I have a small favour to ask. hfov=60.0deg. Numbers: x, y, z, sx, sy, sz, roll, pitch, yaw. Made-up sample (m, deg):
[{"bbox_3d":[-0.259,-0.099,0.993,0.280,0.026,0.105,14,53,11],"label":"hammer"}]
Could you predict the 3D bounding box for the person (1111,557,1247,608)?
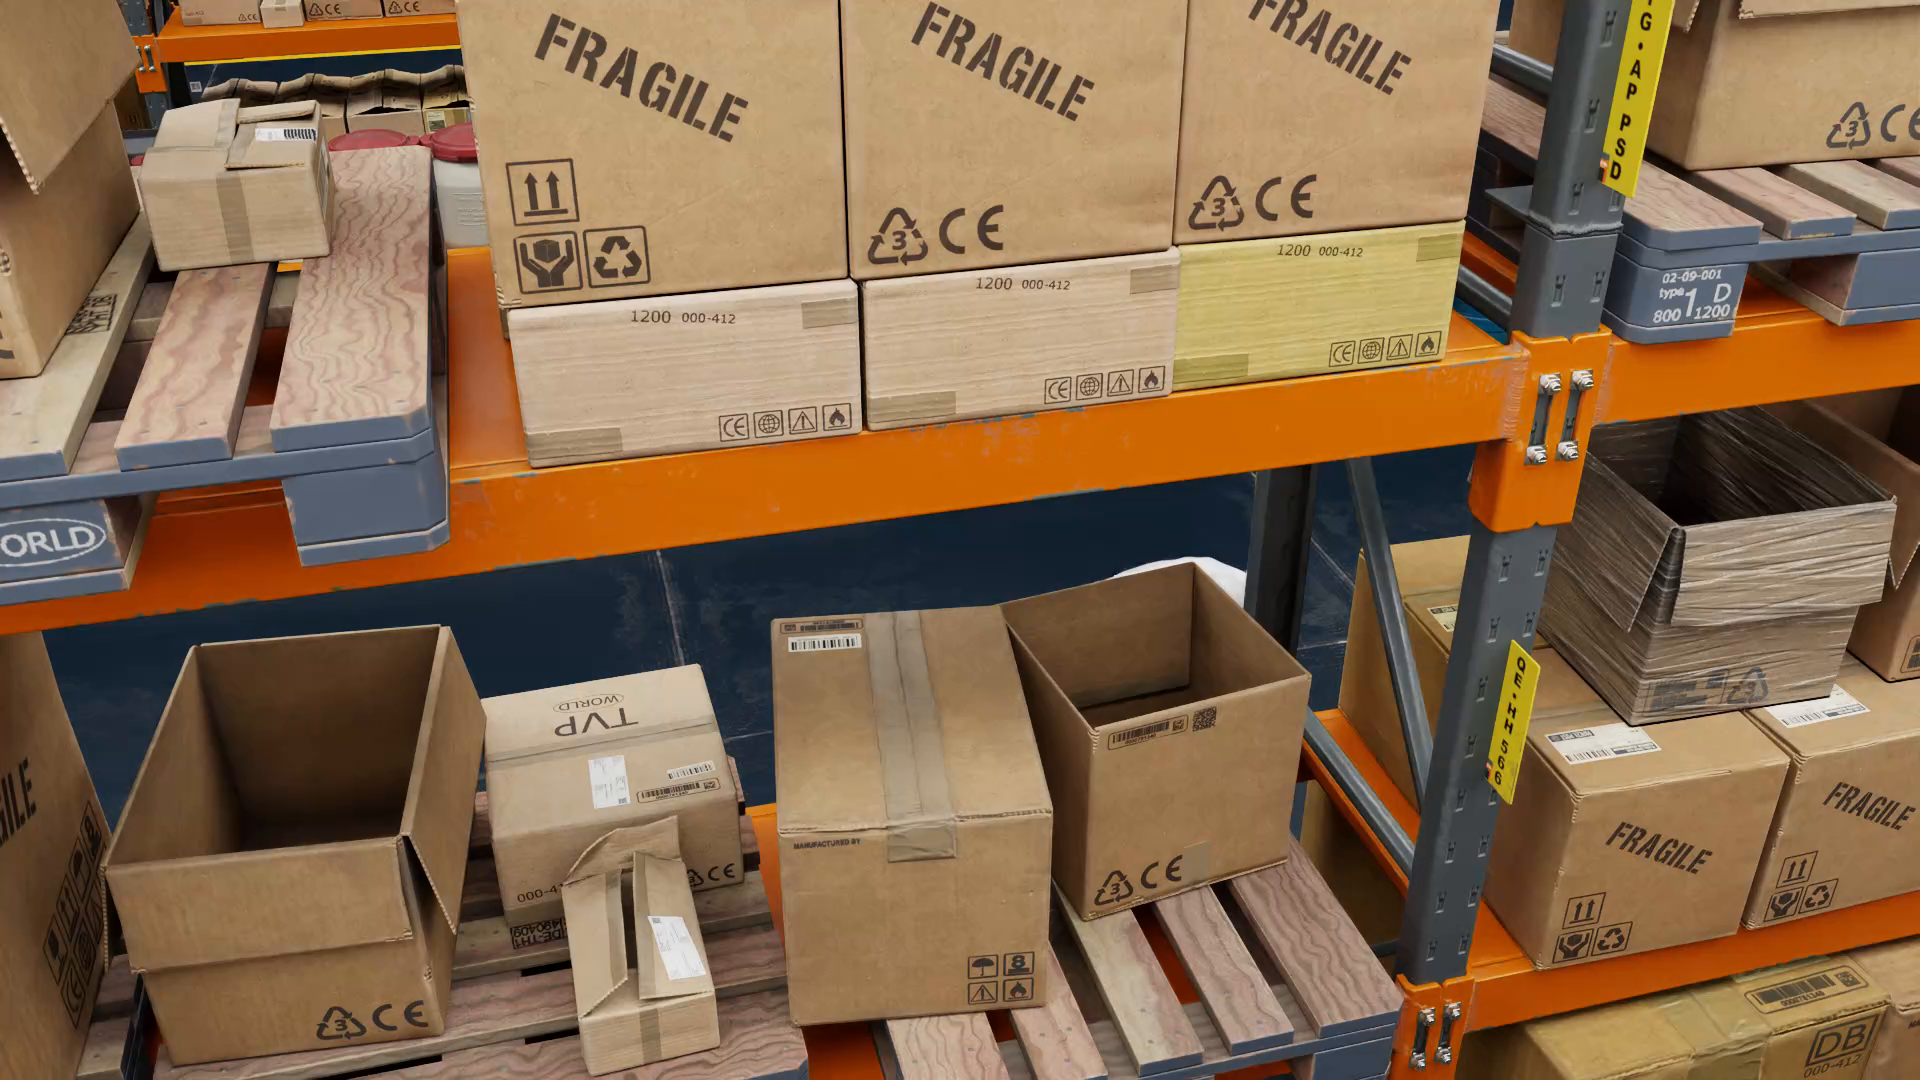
[{"bbox_3d":[0.795,0.428,6.138,0.586,1.002,0.894,-8,31,-13],"label":"person"}]
